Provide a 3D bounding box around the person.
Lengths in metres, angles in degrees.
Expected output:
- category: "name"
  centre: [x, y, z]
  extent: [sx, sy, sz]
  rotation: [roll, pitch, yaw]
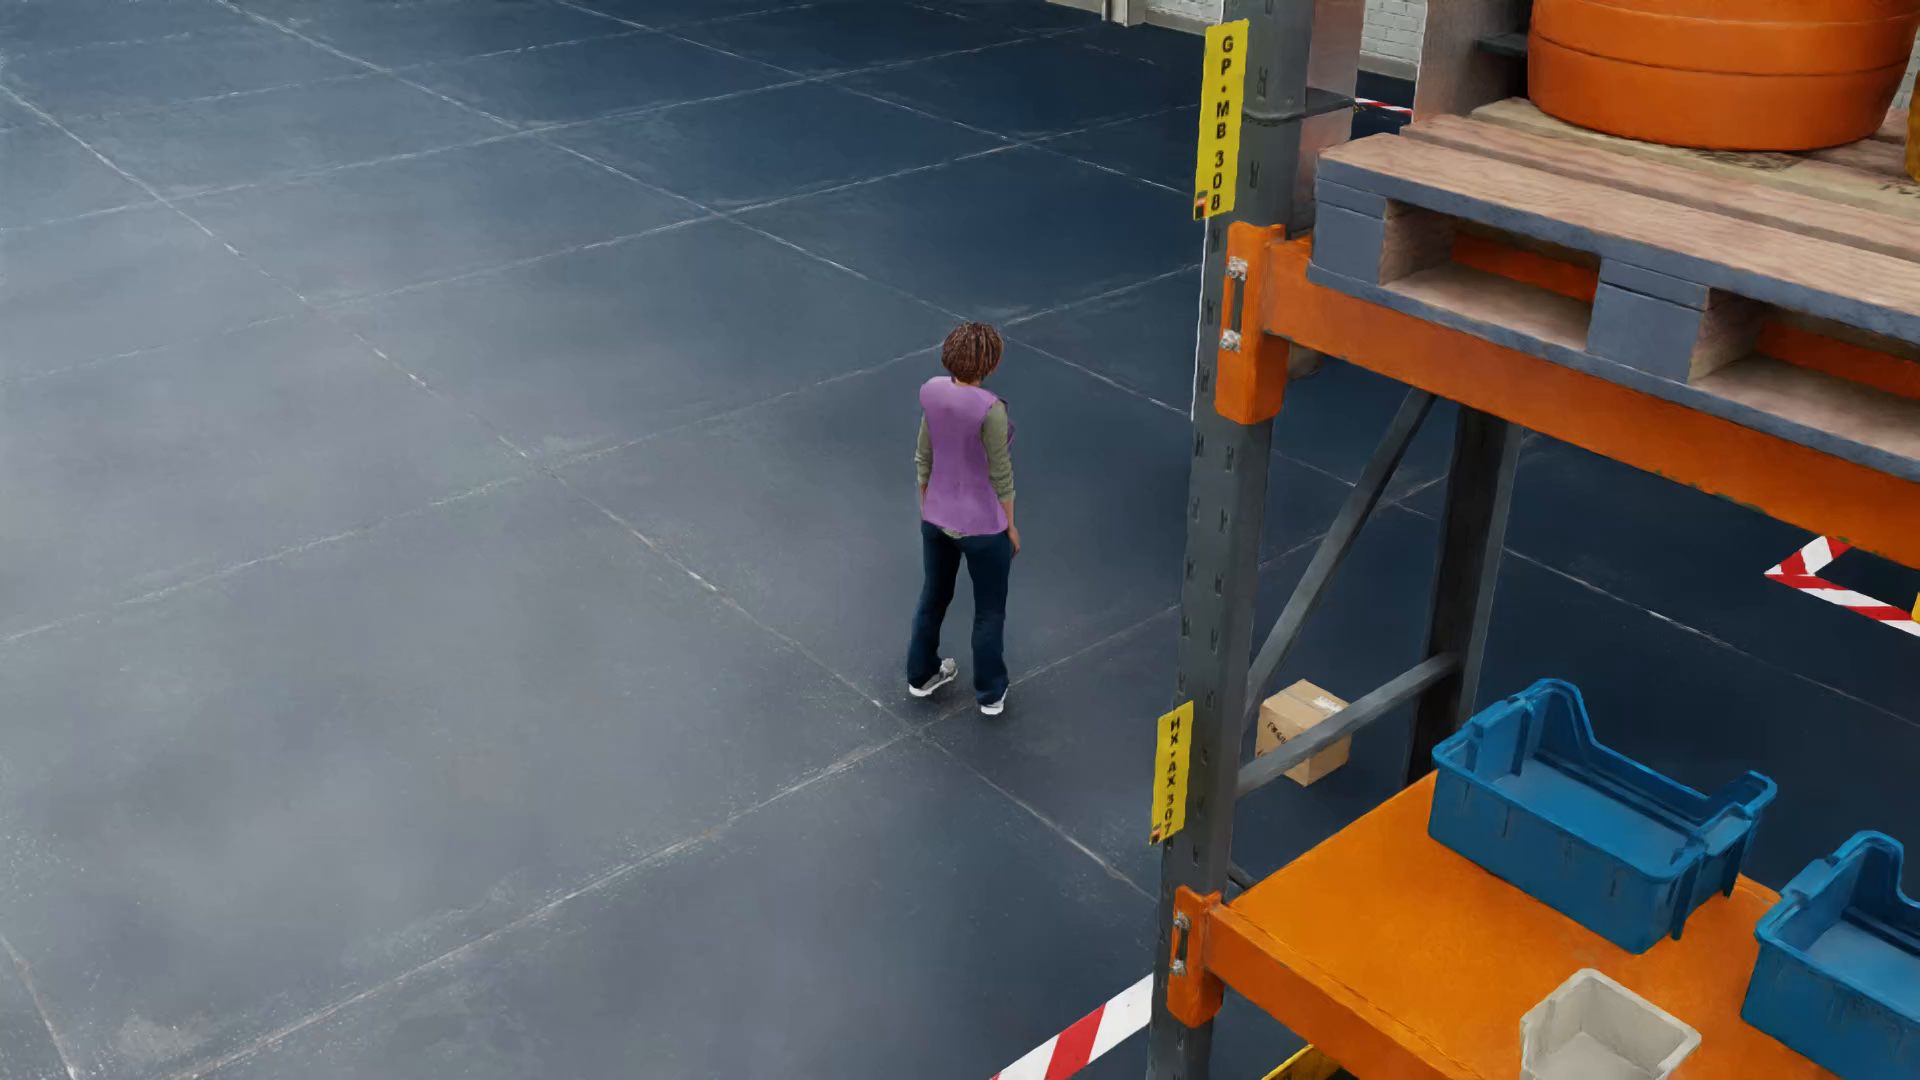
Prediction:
- category: "person"
  centre: [0.021, -0.073, 6.243]
  extent: [0.427, 1.593, 0.345]
  rotation: [23, 36, 35]
